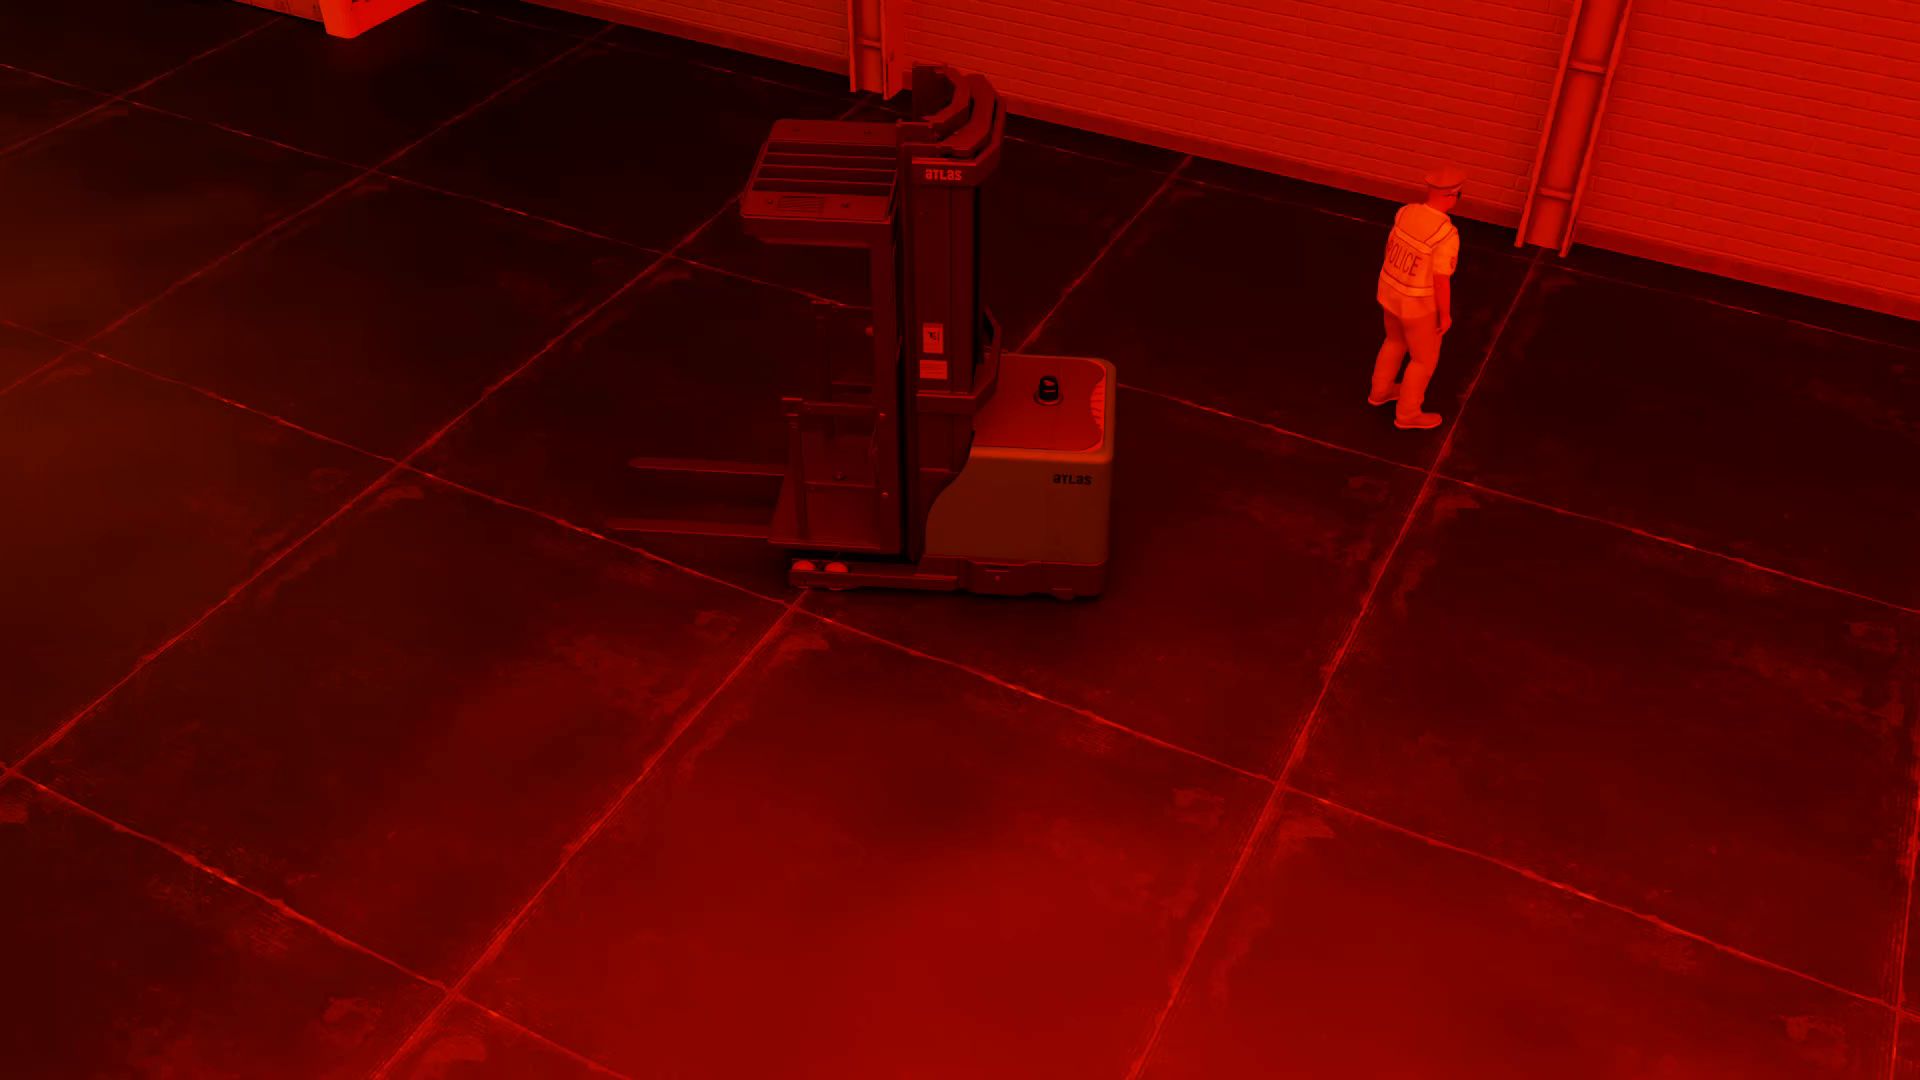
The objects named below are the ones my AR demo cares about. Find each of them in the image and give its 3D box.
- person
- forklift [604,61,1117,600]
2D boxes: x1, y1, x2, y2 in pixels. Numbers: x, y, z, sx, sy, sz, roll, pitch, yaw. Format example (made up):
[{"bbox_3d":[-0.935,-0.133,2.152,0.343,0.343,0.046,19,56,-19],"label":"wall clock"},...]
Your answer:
[{"bbox_3d":[2.942,-1.553,10.749,0.443,1.747,0.599,-18,43,-20],"label":"person"},{"bbox_3d":[-0.606,-1.157,9.360,3.031,2.935,1.130,3,40,4],"label":"forklift"}]
